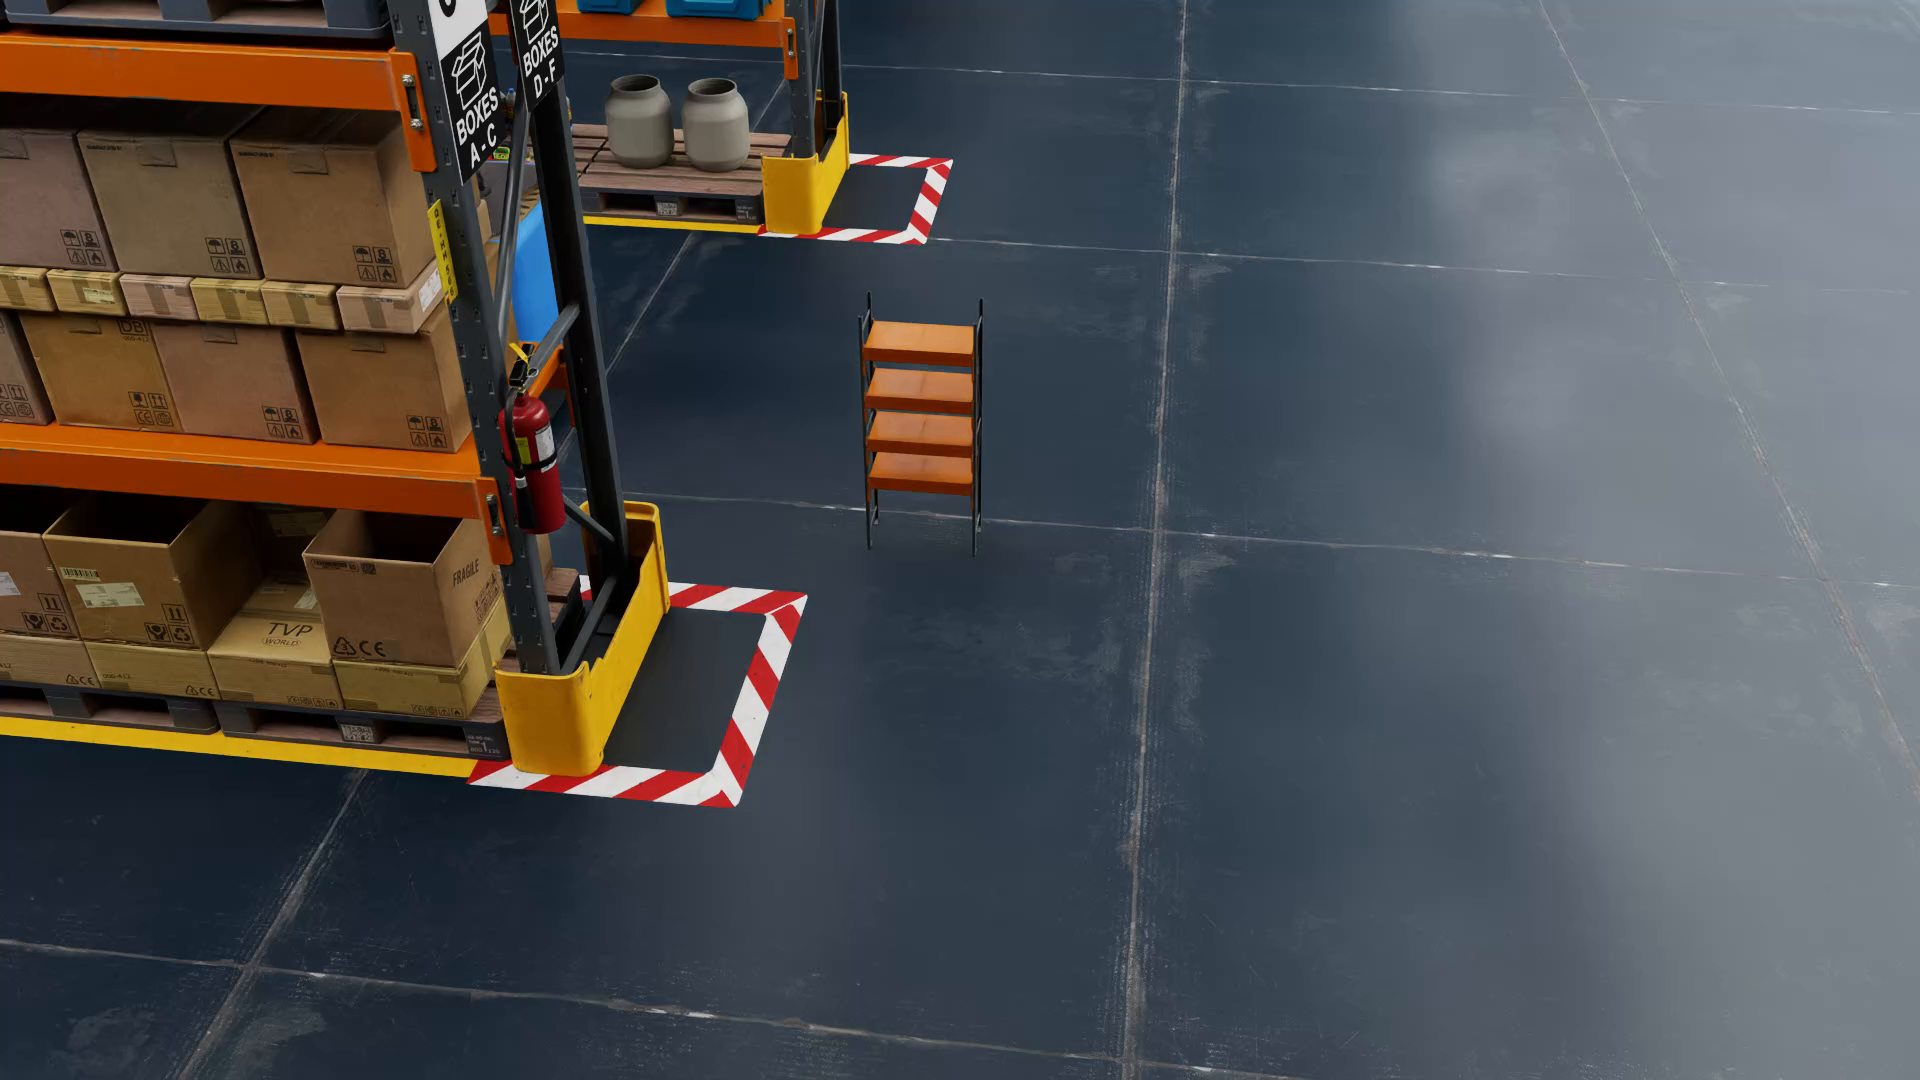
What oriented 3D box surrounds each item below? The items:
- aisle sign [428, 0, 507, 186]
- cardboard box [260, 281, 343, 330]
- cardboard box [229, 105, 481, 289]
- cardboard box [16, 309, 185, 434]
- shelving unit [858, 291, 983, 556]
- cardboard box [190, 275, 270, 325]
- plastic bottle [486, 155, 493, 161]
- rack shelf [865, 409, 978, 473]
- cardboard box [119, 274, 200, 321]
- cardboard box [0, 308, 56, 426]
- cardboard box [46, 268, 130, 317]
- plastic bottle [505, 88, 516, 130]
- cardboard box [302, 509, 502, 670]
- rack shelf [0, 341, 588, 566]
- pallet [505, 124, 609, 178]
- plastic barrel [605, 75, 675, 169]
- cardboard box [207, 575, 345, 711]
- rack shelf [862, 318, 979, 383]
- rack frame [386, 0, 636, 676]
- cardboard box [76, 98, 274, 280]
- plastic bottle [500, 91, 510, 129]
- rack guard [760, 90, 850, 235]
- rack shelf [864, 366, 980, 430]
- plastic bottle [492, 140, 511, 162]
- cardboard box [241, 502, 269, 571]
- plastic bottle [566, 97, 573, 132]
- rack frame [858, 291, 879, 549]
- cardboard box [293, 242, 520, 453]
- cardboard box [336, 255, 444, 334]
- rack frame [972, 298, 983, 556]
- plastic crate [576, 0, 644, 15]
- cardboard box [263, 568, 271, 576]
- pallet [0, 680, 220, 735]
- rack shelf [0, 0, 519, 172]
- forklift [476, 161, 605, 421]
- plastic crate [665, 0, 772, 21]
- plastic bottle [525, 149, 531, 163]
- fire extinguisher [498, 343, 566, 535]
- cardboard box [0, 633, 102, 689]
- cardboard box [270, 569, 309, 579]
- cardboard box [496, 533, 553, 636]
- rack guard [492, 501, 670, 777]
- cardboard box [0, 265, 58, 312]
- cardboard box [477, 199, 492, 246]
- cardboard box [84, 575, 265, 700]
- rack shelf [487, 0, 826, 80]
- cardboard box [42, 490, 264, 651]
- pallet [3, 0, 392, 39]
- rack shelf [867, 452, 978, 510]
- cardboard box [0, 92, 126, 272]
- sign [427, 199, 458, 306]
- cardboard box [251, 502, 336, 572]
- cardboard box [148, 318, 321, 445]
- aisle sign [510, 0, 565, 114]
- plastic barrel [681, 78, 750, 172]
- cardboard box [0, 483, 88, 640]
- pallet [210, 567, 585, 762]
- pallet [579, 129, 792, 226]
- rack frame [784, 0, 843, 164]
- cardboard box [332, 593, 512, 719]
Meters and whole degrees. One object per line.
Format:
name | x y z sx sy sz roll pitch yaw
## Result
aisle sign | -1.514 -1.530 5.074 0.004 0.787 0.394 4 36 6
cardboard box | -2.205 -0.888 5.767 0.250 0.149 0.380 5 36 7
cardboard box | -2.055 -1.261 5.731 0.500 0.500 0.700 4 36 6
cardboard box | -3.016 -0.805 6.209 0.500 0.500 0.700 4 36 6
shelving unit | -0.164 -0.501 7.419 0.503 1.200 0.258 4 36 6
cardboard box | -2.458 -0.907 5.794 0.250 0.149 0.380 4 36 5
plastic bottle | -3.031 -2.488 10.620 0.135 0.276 0.152 5 36 6
rack shelf | -0.164 -0.446 7.458 0.480 0.148 0.258 4 36 6
cardboard box | -2.707 -0.927 5.822 0.250 0.149 0.380 5 36 7
cardboard box | -3.539 -0.842 6.261 0.500 0.500 0.700 5 36 7
cardboard box | -2.968 -0.946 5.848 0.250 0.149 0.380 5 36 7
plastic bottle | -3.005 -2.907 11.211 0.097 0.271 0.097 0 36 0
cardboard box | -2.111 0.129 6.347 0.500 0.500 0.500 4 36 6
rack shelf | -3.525 -0.501 6.489 4.000 0.370 1.077 4 36 6
pallet | -3.000 -2.498 11.069 1.213 0.211 1.003 4 36 6
plastic barrel | -2.067 -2.700 10.731 0.421 0.512 0.421 0 36 0
cardboard box | -2.608 0.403 6.609 0.500 0.250 0.500 4 36 6
rack shelf | -0.164 -0.820 7.190 0.480 0.148 0.258 4 36 6
rack frame | -1.541 -0.646 6.073 0.127 3.000 1.000 4 36 6
cardboard box | -2.578 -1.296 5.781 0.500 0.500 0.700 3 36 5
plastic bottle | -3.105 -2.915 11.222 0.097 0.271 0.097 0 36 0
rack guard | -0.988 -2.461 10.768 0.348 0.500 1.175 4 36 6
rack shelf | -0.164 -0.628 7.328 0.480 0.148 0.258 4 36 6
plastic bottle | -2.903 -2.455 10.567 0.133 0.283 0.061 5 36 7
cardboard box | -3.039 -0.236 6.859 0.500 0.500 0.500 4 36 6
plastic bottle | -2.665 -2.882 11.176 0.097 0.271 0.097 0 36 0
rack frame | -0.406 -0.519 7.444 0.015 1.200 0.240 4 36 6
cardboard box | -2.003 -0.729 6.103 0.500 0.500 0.700 4 36 6
cardboard box | -1.945 -0.869 5.741 0.250 0.149 0.380 4 36 5
rack frame | 0.078 -0.483 7.393 0.015 1.200 0.240 4 36 6
plastic crate | -2.085 -3.355 9.997 0.408 0.251 0.499 4 36 6
cardboard box | -3.037 0.062 7.086 0.500 0.250 0.500 4 36 6
pallet | -3.512 0.365 7.057 1.213 0.211 1.003 4 36 6
rack shelf | -3.525 -1.722 5.618 4.000 0.370 1.077 4 36 6
forklift | -3.522 -2.116 8.192 3.031 2.935 1.130 5 36 7
plastic crate | -1.441 -3.304 9.925 0.616 0.251 0.499 4 36 6
plastic bottle | -2.784 -2.423 10.593 0.097 0.201 0.097 0 36 0
fire extinguisher | -1.483 -0.338 5.708 0.183 0.674 0.296 4 36 6
cardboard box | -3.600 0.329 6.713 0.500 0.250 0.500 4 36 6
cardboard box | -2.541 0.100 7.034 0.500 0.250 0.500 4 36 6
cardboard box | -2.045 0.134 6.985 0.500 0.250 0.500 4 36 6
rack guard | -1.518 0.373 6.797 0.348 0.500 1.175 4 36 6
cardboard box | -3.229 -0.964 5.874 0.250 0.149 0.380 5 36 7
cardboard box | -1.903 -1.104 6.070 0.250 0.149 0.380 4 36 6
cardboard box | -3.105 0.367 6.659 0.500 0.250 0.500 4 36 6
rack shelf | -2.891 -3.355 10.488 4.000 0.370 1.077 4 36 6
cardboard box | -3.105 0.063 6.439 0.500 0.500 0.500 4 36 6
pallet | -2.239 -1.898 5.322 1.213 0.211 1.003 4 36 6
rack shelf | -0.164 -0.284 7.573 0.480 0.148 0.258 4 36 6
cardboard box | -3.078 -1.333 5.833 0.500 0.500 0.700 4 36 6
sign | -1.624 -0.902 5.231 0.005 0.325 0.100 4 36 6
cardboard box | -2.541 -0.207 6.817 0.500 0.500 0.500 4 36 6
cardboard box | -2.524 -0.765 6.153 0.500 0.500 0.700 5 36 7
aisle sign | -1.437 -1.876 5.558 0.004 0.787 0.394 4 36 6
plastic barrel | -1.569 -2.663 10.679 0.421 0.512 0.421 0 36 0
cardboard box | -3.601 0.026 6.492 0.500 0.500 0.500 4 36 6
pallet | -2.305 0.457 6.929 1.213 0.211 1.003 4 36 6
pallet | -1.793 -2.406 10.940 1.213 0.211 1.003 4 36 6
rack frame | -0.907 -3.500 10.072 0.127 3.000 1.000 4 36 6
cardboard box | -2.111 0.433 6.567 0.500 0.250 0.500 4 36 6
